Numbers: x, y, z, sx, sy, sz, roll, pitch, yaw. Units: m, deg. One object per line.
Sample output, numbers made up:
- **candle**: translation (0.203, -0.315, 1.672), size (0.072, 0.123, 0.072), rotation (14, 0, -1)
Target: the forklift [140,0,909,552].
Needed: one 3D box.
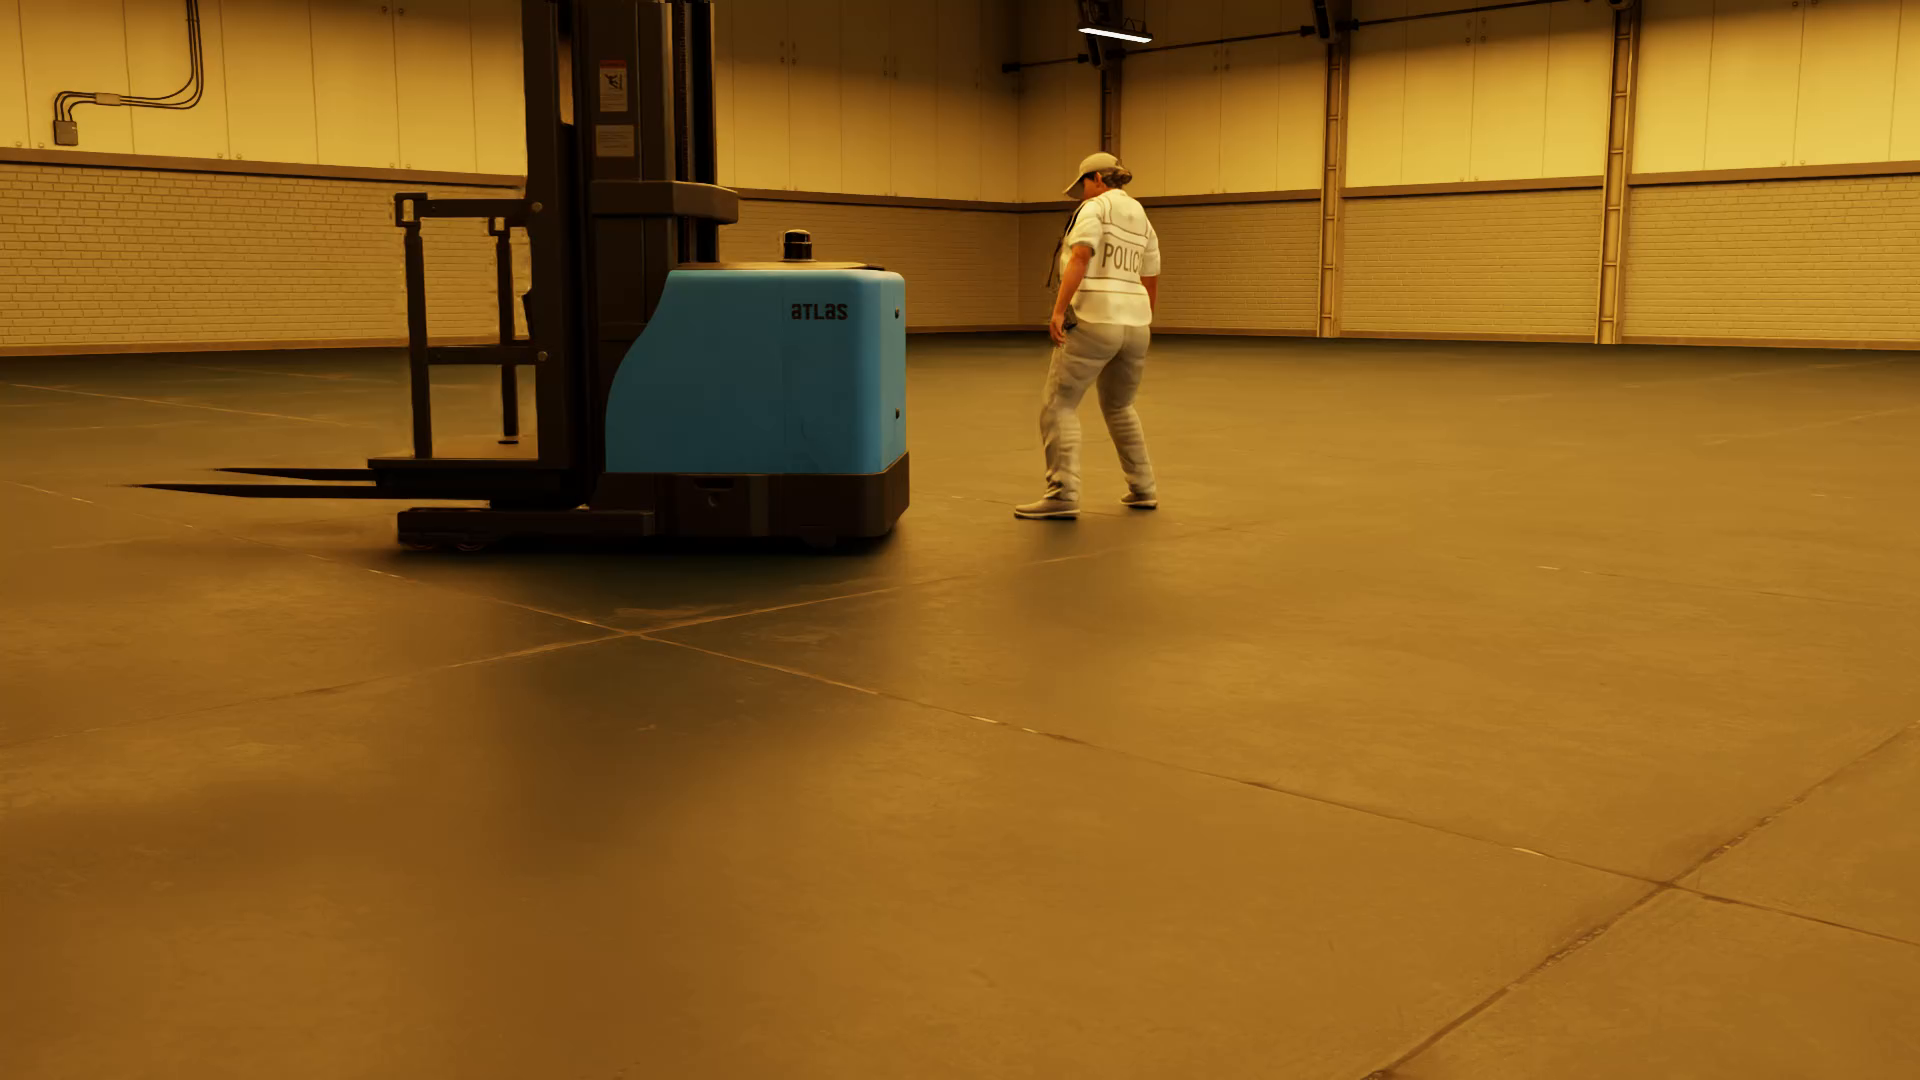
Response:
- **forklift**: translation (-1.764, -1.481, 6.709), size (3.031, 2.935, 1.130), rotation (1, 9, 4)

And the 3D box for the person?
- **person**: translation (0.613, -0.929, 7.511), size (0.868, 1.618, 0.452), rotation (-8, 12, -43)
